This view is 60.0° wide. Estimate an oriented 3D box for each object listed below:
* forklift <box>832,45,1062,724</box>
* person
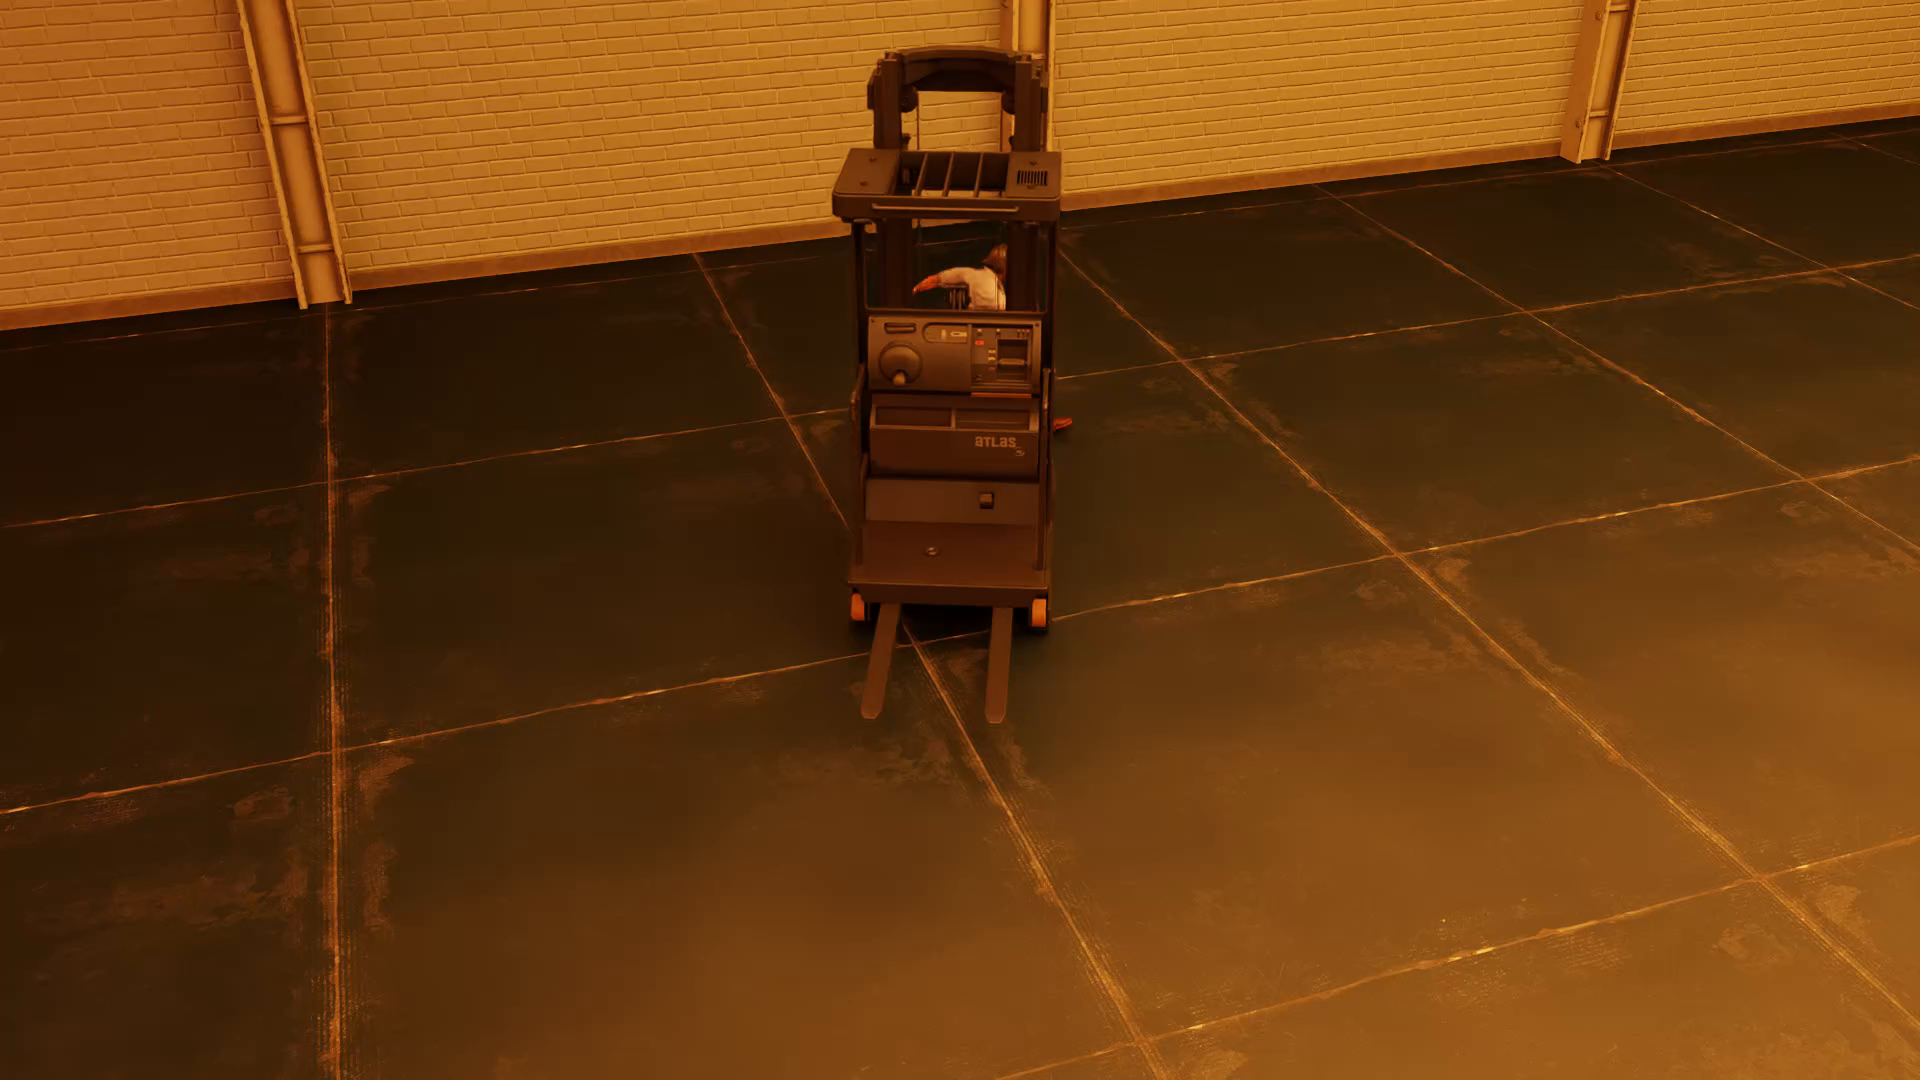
[{"bbox_3d":[-0.041,-0.954,8.746,1.130,2.935,3.031,2,30,3],"label":"forklift"},{"bbox_3d":[0.218,-1.311,10.951,1.009,1.442,0.979,-13,32,-21],"label":"person"}]
